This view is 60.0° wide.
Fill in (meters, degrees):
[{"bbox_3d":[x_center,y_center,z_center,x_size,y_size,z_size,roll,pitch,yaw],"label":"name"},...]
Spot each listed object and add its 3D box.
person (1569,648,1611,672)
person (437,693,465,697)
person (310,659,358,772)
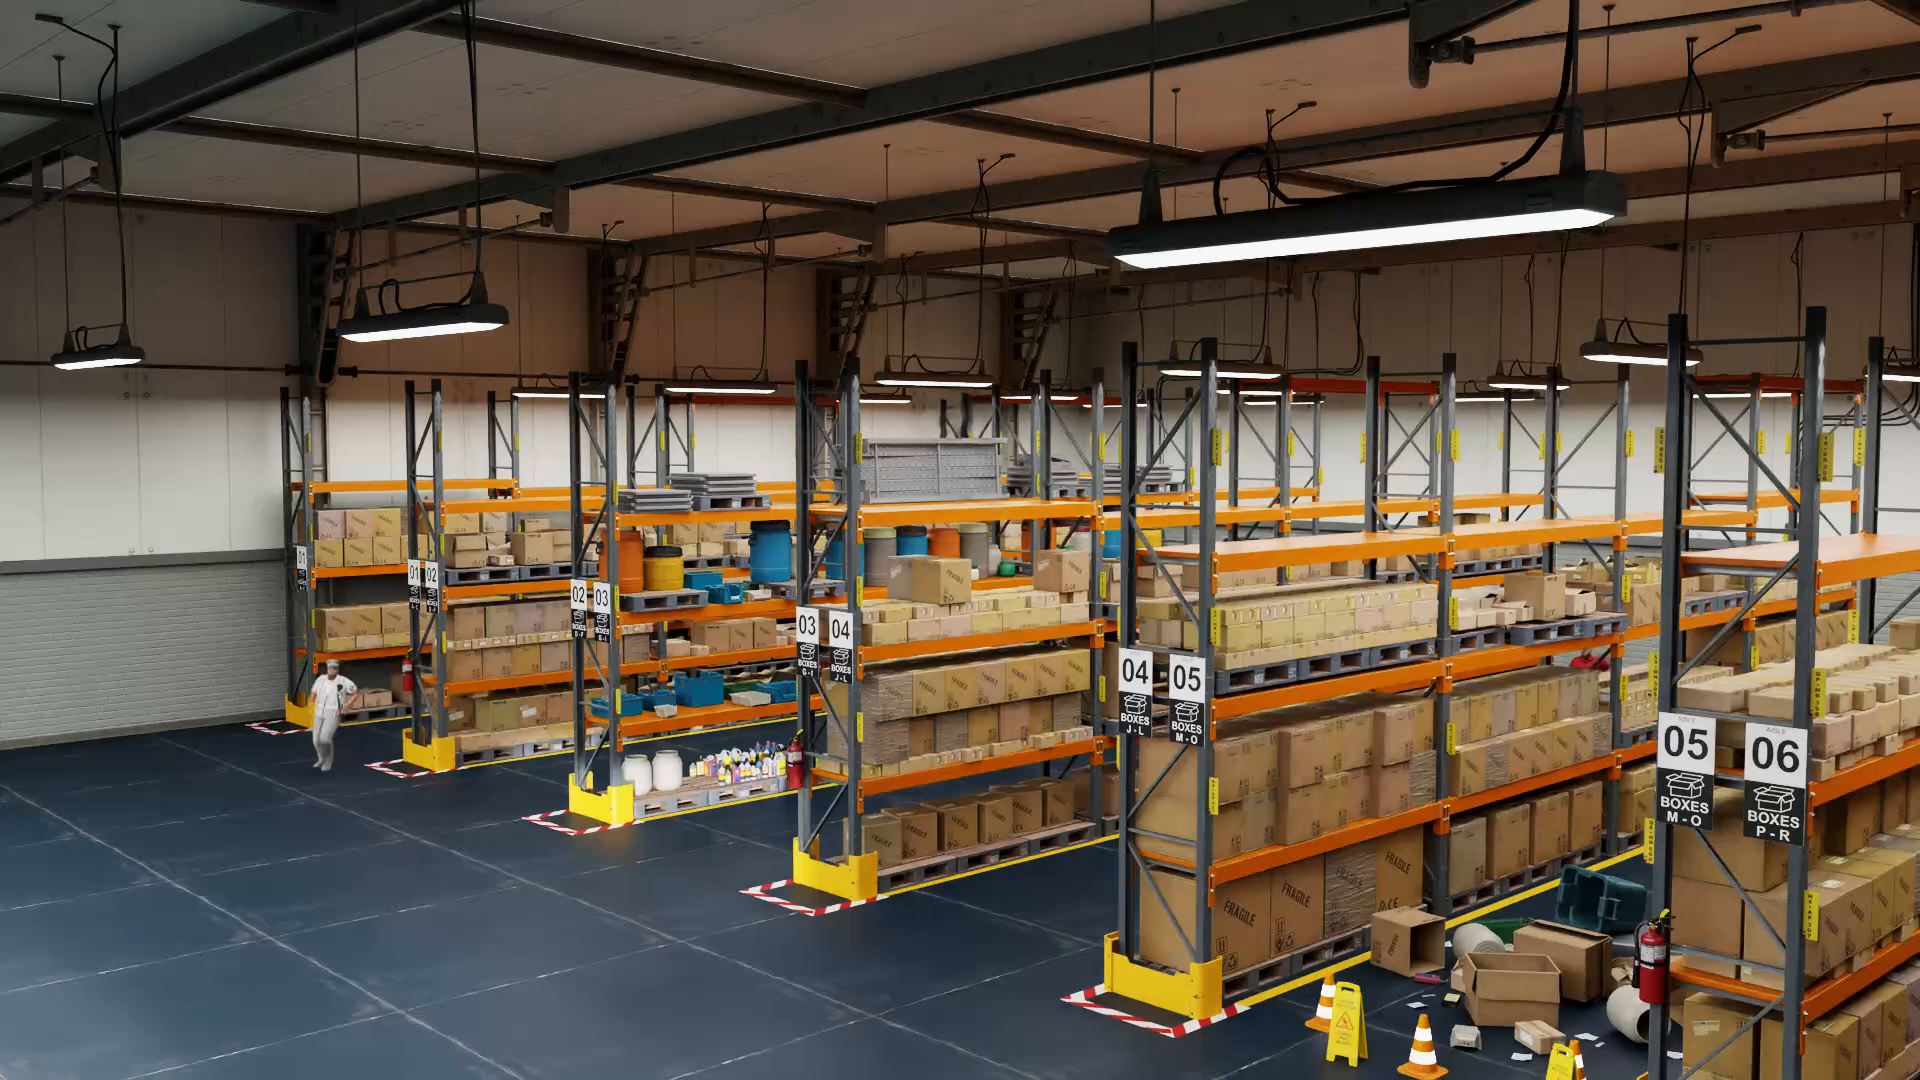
[{"bbox_3d":[10.442,2.554,27.633,0.655,1.733,0.930,3,5,38],"label":"person"},{"bbox_3d":[-8.532,2.506,28.191,0.757,1.735,0.625,3,5,42],"label":"person"},{"bbox_3d":[-9.644,2.688,25.453,0.666,1.766,0.653,0,4,7],"label":"person"}]
